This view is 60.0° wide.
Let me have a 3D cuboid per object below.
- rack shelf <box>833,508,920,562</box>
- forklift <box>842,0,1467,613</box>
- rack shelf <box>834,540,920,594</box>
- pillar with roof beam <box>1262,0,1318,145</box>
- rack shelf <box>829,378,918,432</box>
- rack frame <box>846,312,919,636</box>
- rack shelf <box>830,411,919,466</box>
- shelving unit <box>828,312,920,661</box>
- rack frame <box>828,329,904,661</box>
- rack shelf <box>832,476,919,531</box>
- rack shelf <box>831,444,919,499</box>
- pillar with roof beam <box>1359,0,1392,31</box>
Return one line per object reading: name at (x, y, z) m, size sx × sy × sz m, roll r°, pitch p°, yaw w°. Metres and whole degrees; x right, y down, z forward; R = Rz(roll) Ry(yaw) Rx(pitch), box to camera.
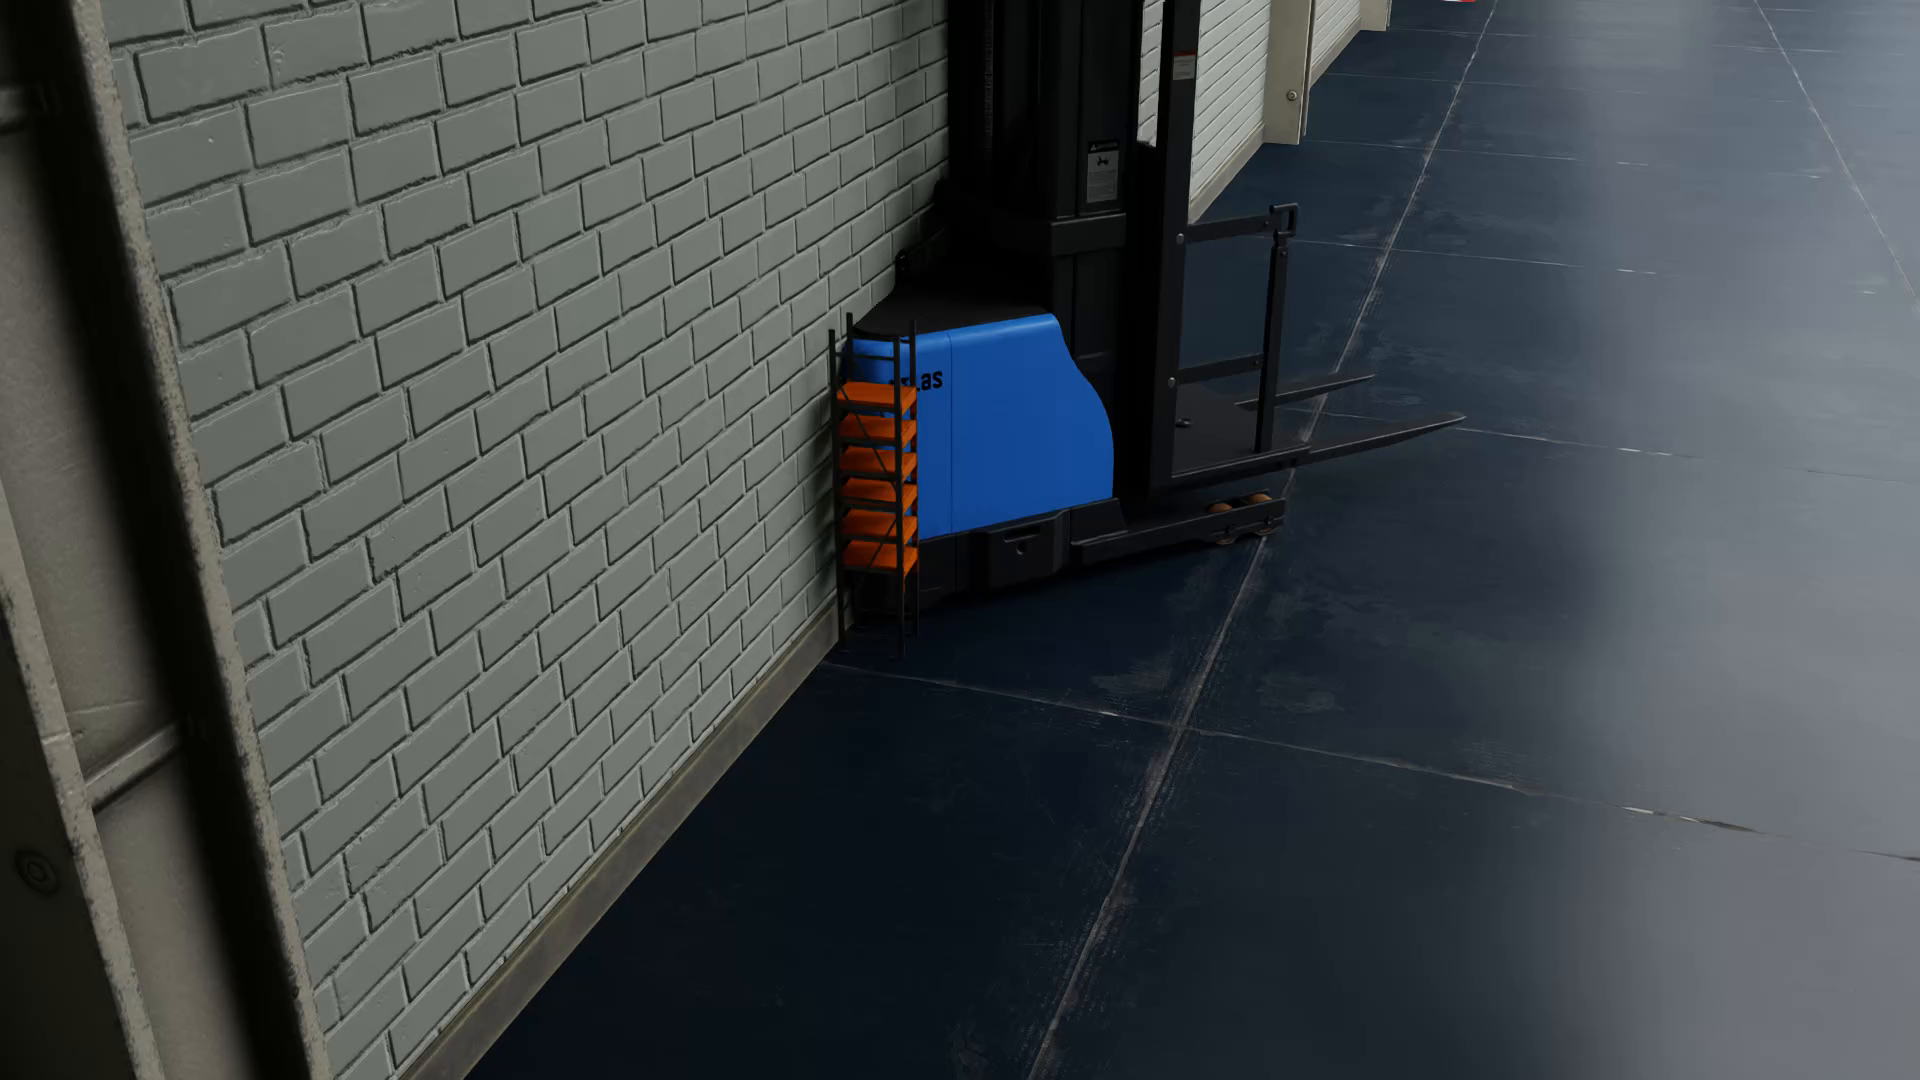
rack shelf at (-0.289, -0.020, 5.790) m, size 0.258 × 0.103 × 0.180 m, roll 7°, pitch 26°, yaw 13°
forklift at (0.750, -1.489, 6.462) m, size 3.031 × 2.935 × 1.130 m, roll -13°, pitch 29°, yaw -25°
rack shelf at (-0.290, 0.088, 5.842) m, size 0.258 × 0.103 × 0.180 m, roll 7°, pitch 26°, yaw 13°
pillar with roof beam at (6.673, -6.680, 10.221) m, size 9.100 × 9.000 × 0.400 m, roll 9°, pitch 27°, yaw 17°
rack shelf at (-0.288, -0.453, 5.584) m, size 0.258 × 0.103 × 0.180 m, roll 7°, pitch 26°, yaw 13°
rack frame at (-0.266, -0.206, 5.799) m, size 0.240 × 1.200 × 0.006 m, roll 7°, pitch 26°, yaw 13°
rack shelf at (-0.289, -0.345, 5.635) m, size 0.258 × 0.103 × 0.180 m, roll 7°, pitch 26°, yaw 13°
shelving unit at (-0.289, -0.168, 5.719) m, size 0.258 × 1.200 × 0.189 m, roll 7°, pitch 26°, yaw 13°
rack frame at (-0.312, -0.131, 5.639) m, size 0.240 × 1.200 × 0.006 m, roll 7°, pitch 26°, yaw 13°
rack shelf at (-0.289, -0.128, 5.739) m, size 0.258 × 0.103 × 0.180 m, roll 7°, pitch 26°, yaw 13°
rack shelf at (-0.289, -0.237, 5.687) m, size 0.258 × 0.103 × 0.180 m, roll 7°, pitch 26°, yaw 13°
pillar with roof beam at (8.669, -9.146, 15.314) m, size 9.100 × 9.000 × 0.400 m, roll 9°, pitch 27°, yaw 17°
